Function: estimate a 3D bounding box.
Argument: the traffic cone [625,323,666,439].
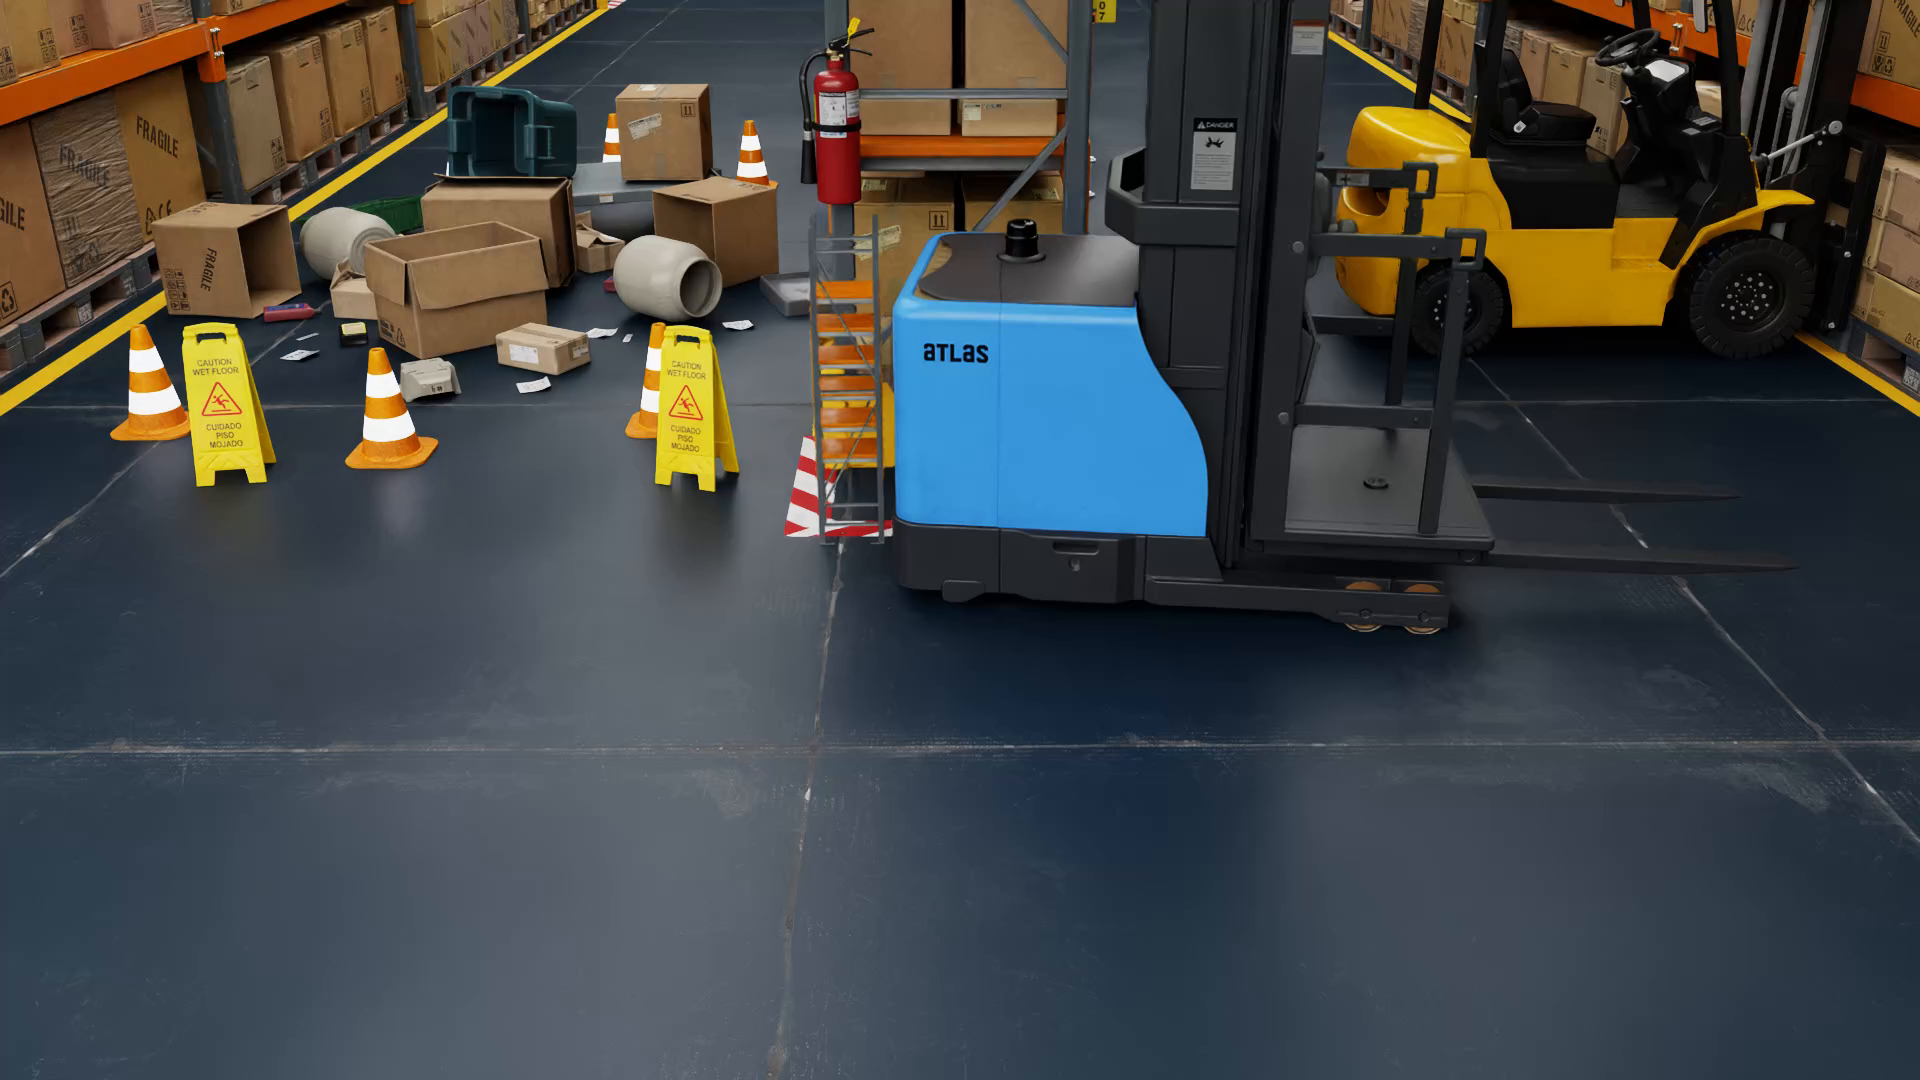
[{"bbox_3d":[-1.300,-0.720,7.281,0.336,0.463,0.334,0,24,-1],"label":"traffic cone"}]

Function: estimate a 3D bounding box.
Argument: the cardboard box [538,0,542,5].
[{"bbox_3d":[-4.901,-6.080,18.641,0.380,0.149,0.250,-1,24,-3],"label":"cardboard box"}]

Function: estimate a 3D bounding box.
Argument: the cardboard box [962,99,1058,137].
[{"bbox_3d":[0.198,-1.731,6.742,0.380,0.149,0.250,0,24,0],"label":"cardboard box"}]

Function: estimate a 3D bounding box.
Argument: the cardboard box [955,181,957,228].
[{"bbox_3d":[0.226,-2.049,9.967,0.500,0.250,0.500,1,24,2],"label":"cardboard box"}]

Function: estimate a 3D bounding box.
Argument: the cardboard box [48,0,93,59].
[{"bbox_3d":[-5.065,-2.756,8.521,0.875,0.550,0.550,0,24,-1],"label":"cardboard box"}]

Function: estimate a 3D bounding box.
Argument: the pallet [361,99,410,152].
[{"bbox_3d":[-5.108,-3.341,13.382,1.003,0.211,1.213,0,24,-1],"label":"pallet"}]

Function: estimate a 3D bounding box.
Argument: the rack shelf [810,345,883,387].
[{"bbox_3d":[-0.407,-0.635,6.014,0.258,0.103,0.180,-1,24,-2],"label":"rack shelf"}]

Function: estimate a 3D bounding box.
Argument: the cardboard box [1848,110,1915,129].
[{"bbox_3d":[5.125,-2.152,8.981,0.500,0.250,0.500,0,24,0],"label":"cardboard box"}]

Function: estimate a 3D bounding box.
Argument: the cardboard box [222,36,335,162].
[{"bbox_3d":[-5.101,-3.108,11.703,1.050,0.750,0.750,0,24,-1],"label":"cardboard box"}]

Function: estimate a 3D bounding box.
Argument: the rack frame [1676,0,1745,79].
[{"bbox_3d":[4.914,-3.377,10.076,1.000,3.000,0.127,0,24,-1],"label":"rack frame"}]

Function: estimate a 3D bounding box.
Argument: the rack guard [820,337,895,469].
[{"bbox_3d":[-0.007,-0.597,6.963,1.175,0.500,0.348,0,24,-1],"label":"rack guard"}]

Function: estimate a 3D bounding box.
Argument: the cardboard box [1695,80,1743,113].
[{"bbox_3d":[4.605,-2.570,9.906,0.500,0.250,0.500,-1,24,-1],"label":"cardboard box"}]

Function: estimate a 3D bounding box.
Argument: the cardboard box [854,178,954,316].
[{"bbox_3d":[-0.275,-1.314,7.432,0.500,0.500,0.500,0,24,0],"label":"cardboard box"}]

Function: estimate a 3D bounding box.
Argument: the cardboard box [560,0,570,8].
[{"bbox_3d":[-4.830,-6.376,19.658,0.380,0.149,0.250,0,24,0],"label":"cardboard box"}]

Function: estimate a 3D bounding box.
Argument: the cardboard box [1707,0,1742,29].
[{"bbox_3d":[4.658,-3.238,9.649,0.500,0.500,0.500,-1,24,-2],"label":"cardboard box"}]

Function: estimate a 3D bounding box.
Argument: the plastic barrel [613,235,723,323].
[{"bbox_3d":[-1.542,-1.375,8.777,0.512,0.421,0.421,19,30,35],"label":"plastic barrel"}]

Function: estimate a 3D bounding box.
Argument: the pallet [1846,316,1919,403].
[{"bbox_3d":[4.907,-0.773,7.703,1.003,0.211,1.213,0,24,-1],"label":"pallet"}]

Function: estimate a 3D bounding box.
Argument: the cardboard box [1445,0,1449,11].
[{"bbox_3d":[4.661,-4.905,15.193,0.380,0.149,0.250,0,24,1],"label":"cardboard box"}]

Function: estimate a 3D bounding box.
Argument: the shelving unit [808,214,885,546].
[{"bbox_3d":[-0.407,-0.566,6.045,0.258,1.200,0.189,-1,24,-2],"label":"shelving unit"}]

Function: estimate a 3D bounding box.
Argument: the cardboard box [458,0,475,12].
[{"bbox_3d":[-4.805,-5.029,15.344,0.500,0.250,0.500,0,24,0],"label":"cardboard box"}]

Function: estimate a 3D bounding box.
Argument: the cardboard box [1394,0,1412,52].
[{"bbox_3d":[4.624,-5.100,16.411,0.500,0.500,0.500,-1,24,-2],"label":"cardboard box"}]

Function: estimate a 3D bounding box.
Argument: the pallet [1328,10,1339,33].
[{"bbox_3d":[4.804,-6.190,19.680,1.003,0.211,1.213,0,24,-1],"label":"pallet"}]

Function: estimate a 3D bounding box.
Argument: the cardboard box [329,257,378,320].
[{"bbox_3d":[-3.138,-1.343,8.898,0.396,0.266,0.258,4,25,9],"label":"cardboard box"}]

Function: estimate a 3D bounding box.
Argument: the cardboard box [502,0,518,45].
[{"bbox_3d":[-4.825,-5.334,16.928,0.500,0.500,0.500,-1,24,-2],"label":"cardboard box"}]

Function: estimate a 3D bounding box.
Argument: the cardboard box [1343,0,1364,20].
[{"bbox_3d":[4.523,-5.994,18.672,0.396,0.266,0.258,1,24,1],"label":"cardboard box"}]

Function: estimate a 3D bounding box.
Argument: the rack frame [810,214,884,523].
[{"bbox_3d":[-0.411,-0.604,6.129,0.240,1.200,0.006,-1,24,-2],"label":"rack frame"}]

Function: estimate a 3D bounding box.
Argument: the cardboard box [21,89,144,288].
[{"bbox_3d":[-5.047,-1.881,8.838,0.875,0.875,0.875,0,24,0],"label":"cardboard box"}]

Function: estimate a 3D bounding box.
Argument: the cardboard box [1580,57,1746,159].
[{"bbox_3d":[4.896,-3.021,11.661,0.875,0.625,0.625,0,24,-1],"label":"cardboard box"}]

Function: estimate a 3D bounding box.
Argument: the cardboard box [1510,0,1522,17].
[{"bbox_3d":[5.117,-4.801,14.962,0.380,0.149,0.250,0,24,0],"label":"cardboard box"}]

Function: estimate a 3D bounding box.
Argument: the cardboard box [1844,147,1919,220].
[{"bbox_3d":[4.614,-1.729,8.047,0.500,0.250,0.500,0,24,0],"label":"cardboard box"}]

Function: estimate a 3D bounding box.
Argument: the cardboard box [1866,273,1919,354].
[{"bbox_3d":[4.641,-1.064,7.790,0.500,0.250,0.500,0,24,-1],"label":"cardboard box"}]

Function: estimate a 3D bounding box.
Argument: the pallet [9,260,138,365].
[{"bbox_3d":[-5.052,-1.201,8.649,1.003,0.211,1.213,0,24,-1],"label":"pallet"}]

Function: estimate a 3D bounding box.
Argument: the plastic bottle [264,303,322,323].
[{"bbox_3d":[-3.555,-1.215,8.861,0.283,0.061,0.133,-9,26,-19],"label":"plastic bottle"}]

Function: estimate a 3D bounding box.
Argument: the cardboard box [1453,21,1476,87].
[{"bbox_3d":[4.651,-4.251,14.532,0.500,0.500,0.500,0,24,1],"label":"cardboard box"}]

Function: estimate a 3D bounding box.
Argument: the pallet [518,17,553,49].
[{"bbox_3d":[-5.128,-5.592,18.357,1.003,0.211,1.213,0,24,-1],"label":"pallet"}]

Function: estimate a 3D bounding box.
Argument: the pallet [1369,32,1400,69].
[{"bbox_3d":[4.873,-5.068,17.199,1.003,0.211,1.213,0,24,-1],"label":"pallet"}]

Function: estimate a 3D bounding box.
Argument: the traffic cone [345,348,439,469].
[{"bbox_3d":[-2.407,-0.575,6.960,0.336,0.463,0.334,0,24,-1],"label":"traffic cone"}]

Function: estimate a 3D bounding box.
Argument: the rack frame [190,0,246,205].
[{"bbox_3d":[-4.998,-3.289,9.882,1.000,3.000,0.127,0,24,-1],"label":"rack frame"}]

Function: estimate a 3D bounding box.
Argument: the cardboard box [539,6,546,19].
[{"bbox_3d":[-4.826,-5.841,18.475,0.380,0.149,0.250,0,24,-1],"label":"cardboard box"}]

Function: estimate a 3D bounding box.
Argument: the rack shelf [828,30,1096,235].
[{"bbox_3d":[-0.028,-2.201,8.349,1.077,0.370,4.000,0,24,-1],"label":"rack shelf"}]

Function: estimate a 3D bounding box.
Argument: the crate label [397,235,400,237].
[{"bbox_3d":[-3.389,-1.716,9.879,0.298,0.136,0.250,-19,31,-36],"label":"crate label"}]

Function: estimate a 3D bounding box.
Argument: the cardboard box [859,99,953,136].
[{"bbox_3d":[-0.224,-1.743,6.769,0.380,0.149,0.250,1,24,1],"label":"cardboard box"}]

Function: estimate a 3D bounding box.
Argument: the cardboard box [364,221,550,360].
[{"bbox_3d":[-2.556,-1.280,8.469,0.797,0.503,0.637,-19,31,-36],"label":"cardboard box"}]

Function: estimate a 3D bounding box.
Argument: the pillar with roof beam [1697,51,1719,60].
[{"bbox_3d":[1.481,-7.206,11.263,9.100,9.000,0.400,0,24,-1],"label":"pillar with roof beam"}]

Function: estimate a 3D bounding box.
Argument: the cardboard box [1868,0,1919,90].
[{"bbox_3d":[4.687,-2.401,7.797,0.500,0.500,0.500,-1,24,-2],"label":"cardboard box"}]

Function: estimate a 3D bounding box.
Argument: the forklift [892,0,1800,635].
[{"bbox_3d":[1.321,-1.250,5.456,3.031,2.935,1.130,3,24,6],"label":"forklift"}]

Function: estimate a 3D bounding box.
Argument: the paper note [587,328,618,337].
[{"bbox_3d":[-1.866,-1.078,8.610,0.148,0.019,0.142,8,26,18],"label":"paper note"}]

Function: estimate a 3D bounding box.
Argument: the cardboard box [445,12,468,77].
[{"bbox_3d":[-4.803,-4.489,15.060,0.500,0.500,0.500,0,24,0],"label":"cardboard box"}]

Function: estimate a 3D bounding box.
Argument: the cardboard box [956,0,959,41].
[{"bbox_3d":[0.237,-2.715,8.131,0.500,0.500,0.500,-1,24,-2],"label":"cardboard box"}]

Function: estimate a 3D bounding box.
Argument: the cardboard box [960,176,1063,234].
[{"bbox_3d":[0.261,-1.328,7.464,0.500,0.500,0.500,-1,24,-2],"label":"cardboard box"}]
